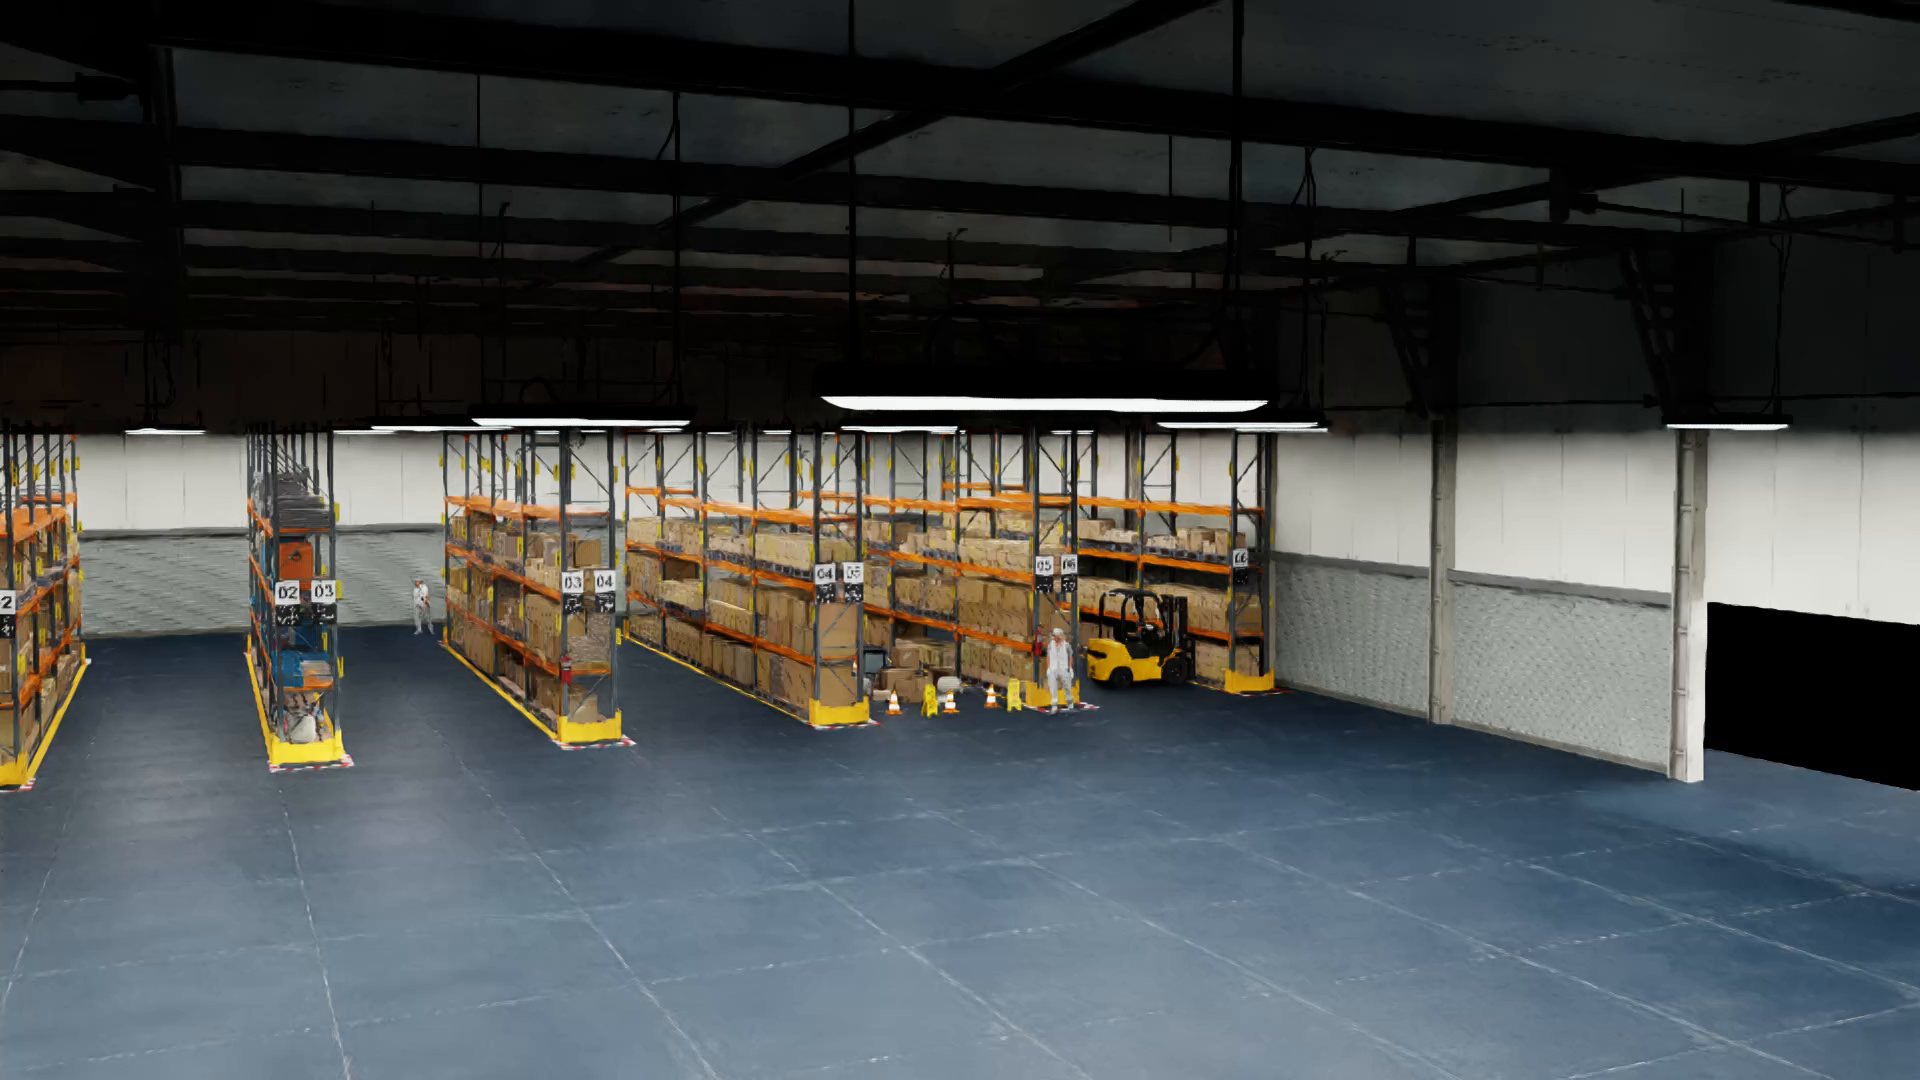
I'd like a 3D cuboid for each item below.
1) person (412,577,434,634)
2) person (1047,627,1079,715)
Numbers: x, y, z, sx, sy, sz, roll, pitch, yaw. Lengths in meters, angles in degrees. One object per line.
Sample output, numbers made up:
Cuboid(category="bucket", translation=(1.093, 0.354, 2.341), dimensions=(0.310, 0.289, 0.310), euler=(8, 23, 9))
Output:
Cuboid(category="person", translation=(-15.605, 1.887, 48.314), dimensions=(0.530, 1.650, 0.575), euler=(2, 4, 25))
Cuboid(category="person", translation=(2.121, 2.694, 34.238), dimensions=(0.684, 1.793, 0.466), euler=(0, 4, 6))
